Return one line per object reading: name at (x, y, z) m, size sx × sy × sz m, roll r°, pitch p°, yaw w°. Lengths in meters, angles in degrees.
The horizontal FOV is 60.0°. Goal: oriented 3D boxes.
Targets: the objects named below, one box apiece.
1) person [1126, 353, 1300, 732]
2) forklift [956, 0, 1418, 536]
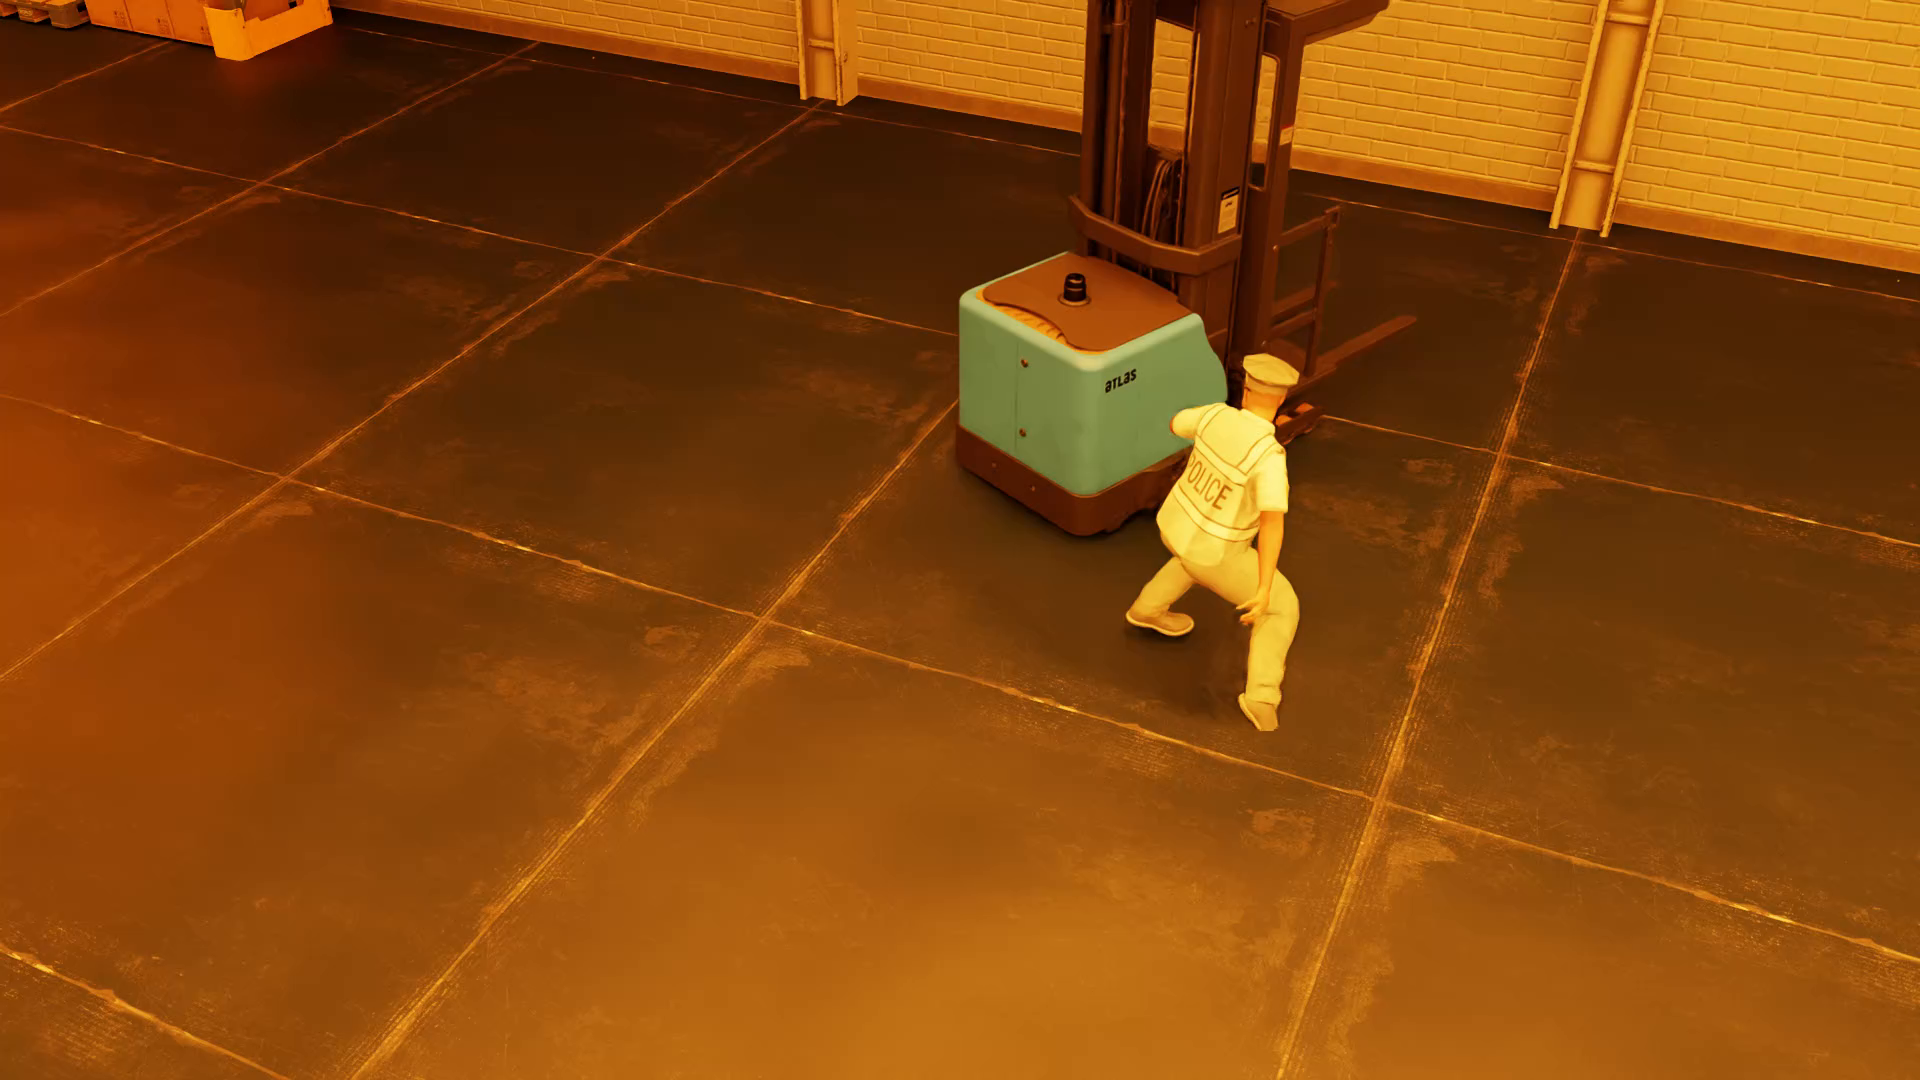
person at (1.201, 0.031, 7.315) m, size 0.586 × 1.710 × 1.063 m, roll -15°, pitch 38°, yaw -19°
forklift at (1.424, -1.936, 8.800) m, size 3.031 × 2.935 × 1.130 m, roll -27°, pitch 43°, yaw -32°
